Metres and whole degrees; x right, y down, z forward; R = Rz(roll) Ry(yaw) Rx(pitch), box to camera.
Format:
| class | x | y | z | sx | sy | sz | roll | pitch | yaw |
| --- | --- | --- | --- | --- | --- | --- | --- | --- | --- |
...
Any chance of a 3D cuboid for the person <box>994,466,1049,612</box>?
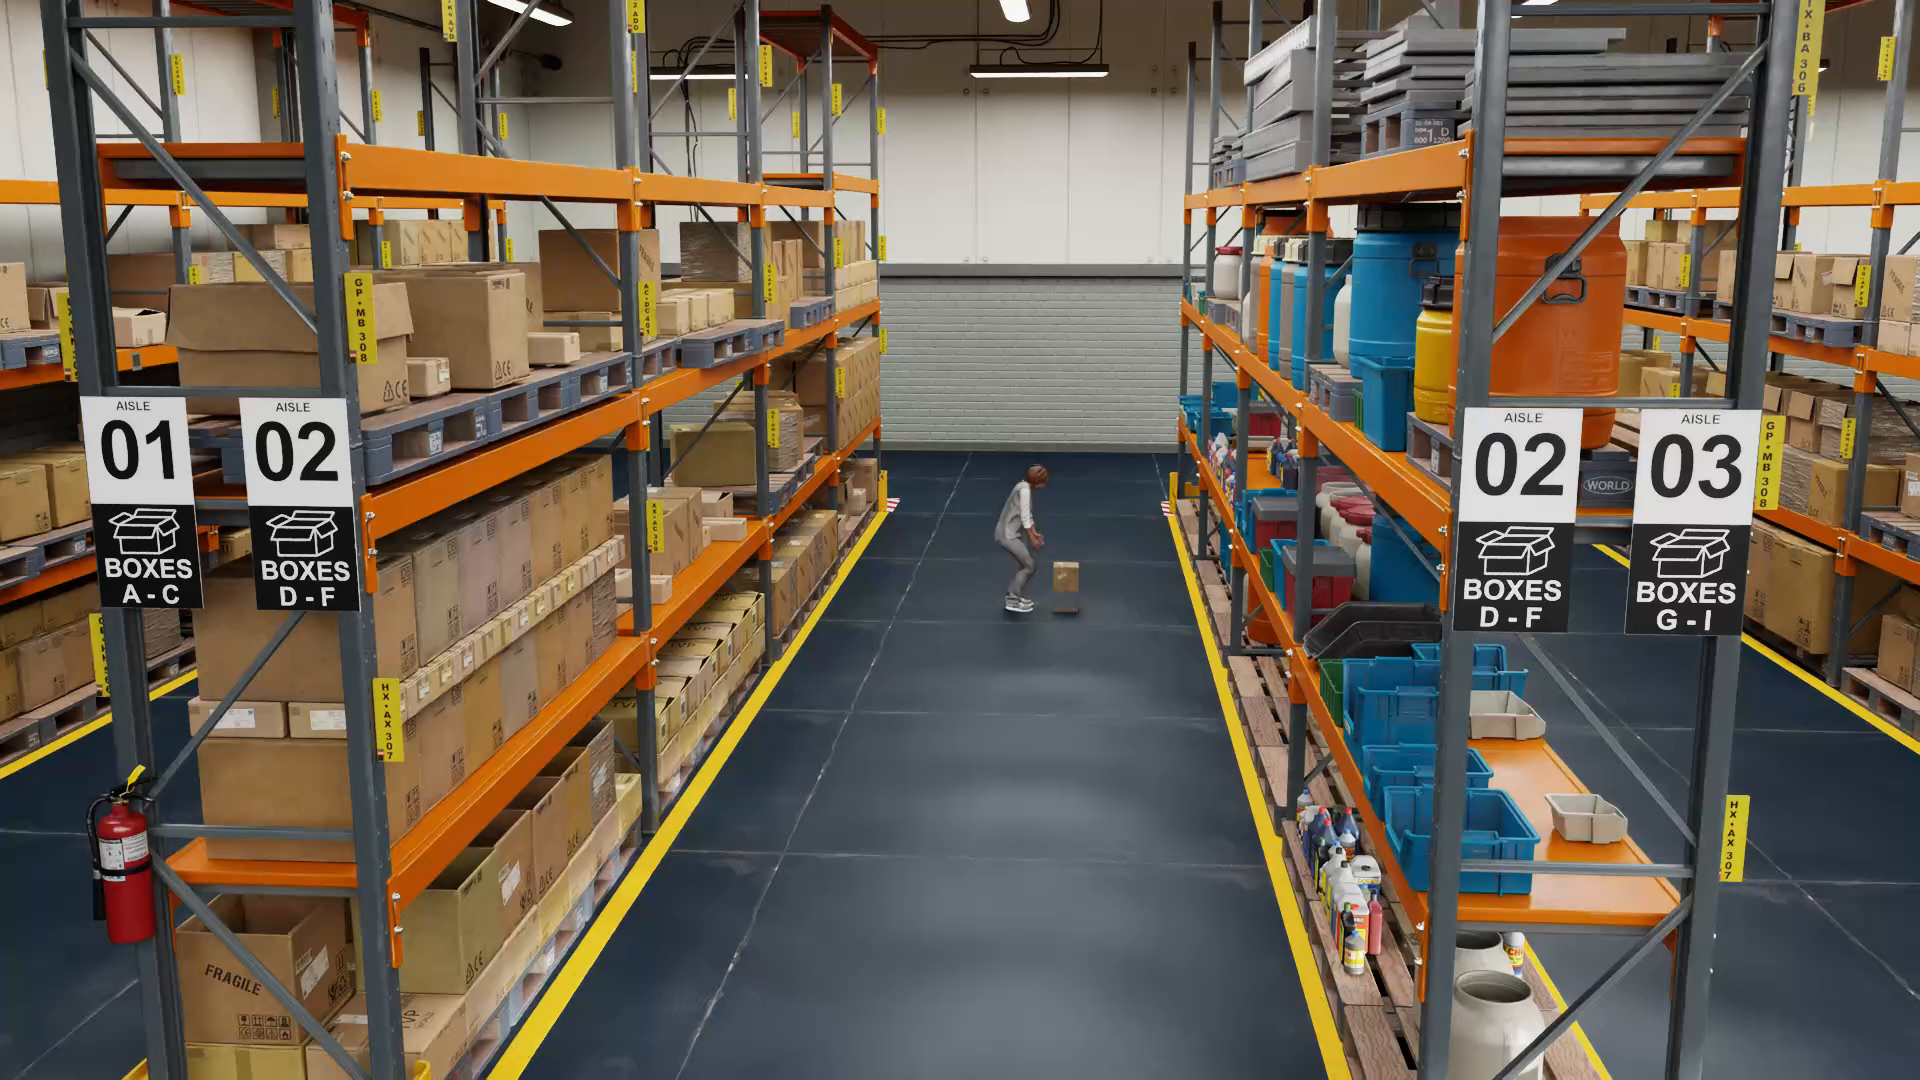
| class | x | y | z | sx | sy | sz | roll | pitch | yaw |
| --- | --- | --- | --- | --- | --- | --- | --- | --- | --- |
| person | 0.607 | -0.018 | 16.525 | 0.539 | 1.429 | 0.454 | 1 | 11 | 5 |
